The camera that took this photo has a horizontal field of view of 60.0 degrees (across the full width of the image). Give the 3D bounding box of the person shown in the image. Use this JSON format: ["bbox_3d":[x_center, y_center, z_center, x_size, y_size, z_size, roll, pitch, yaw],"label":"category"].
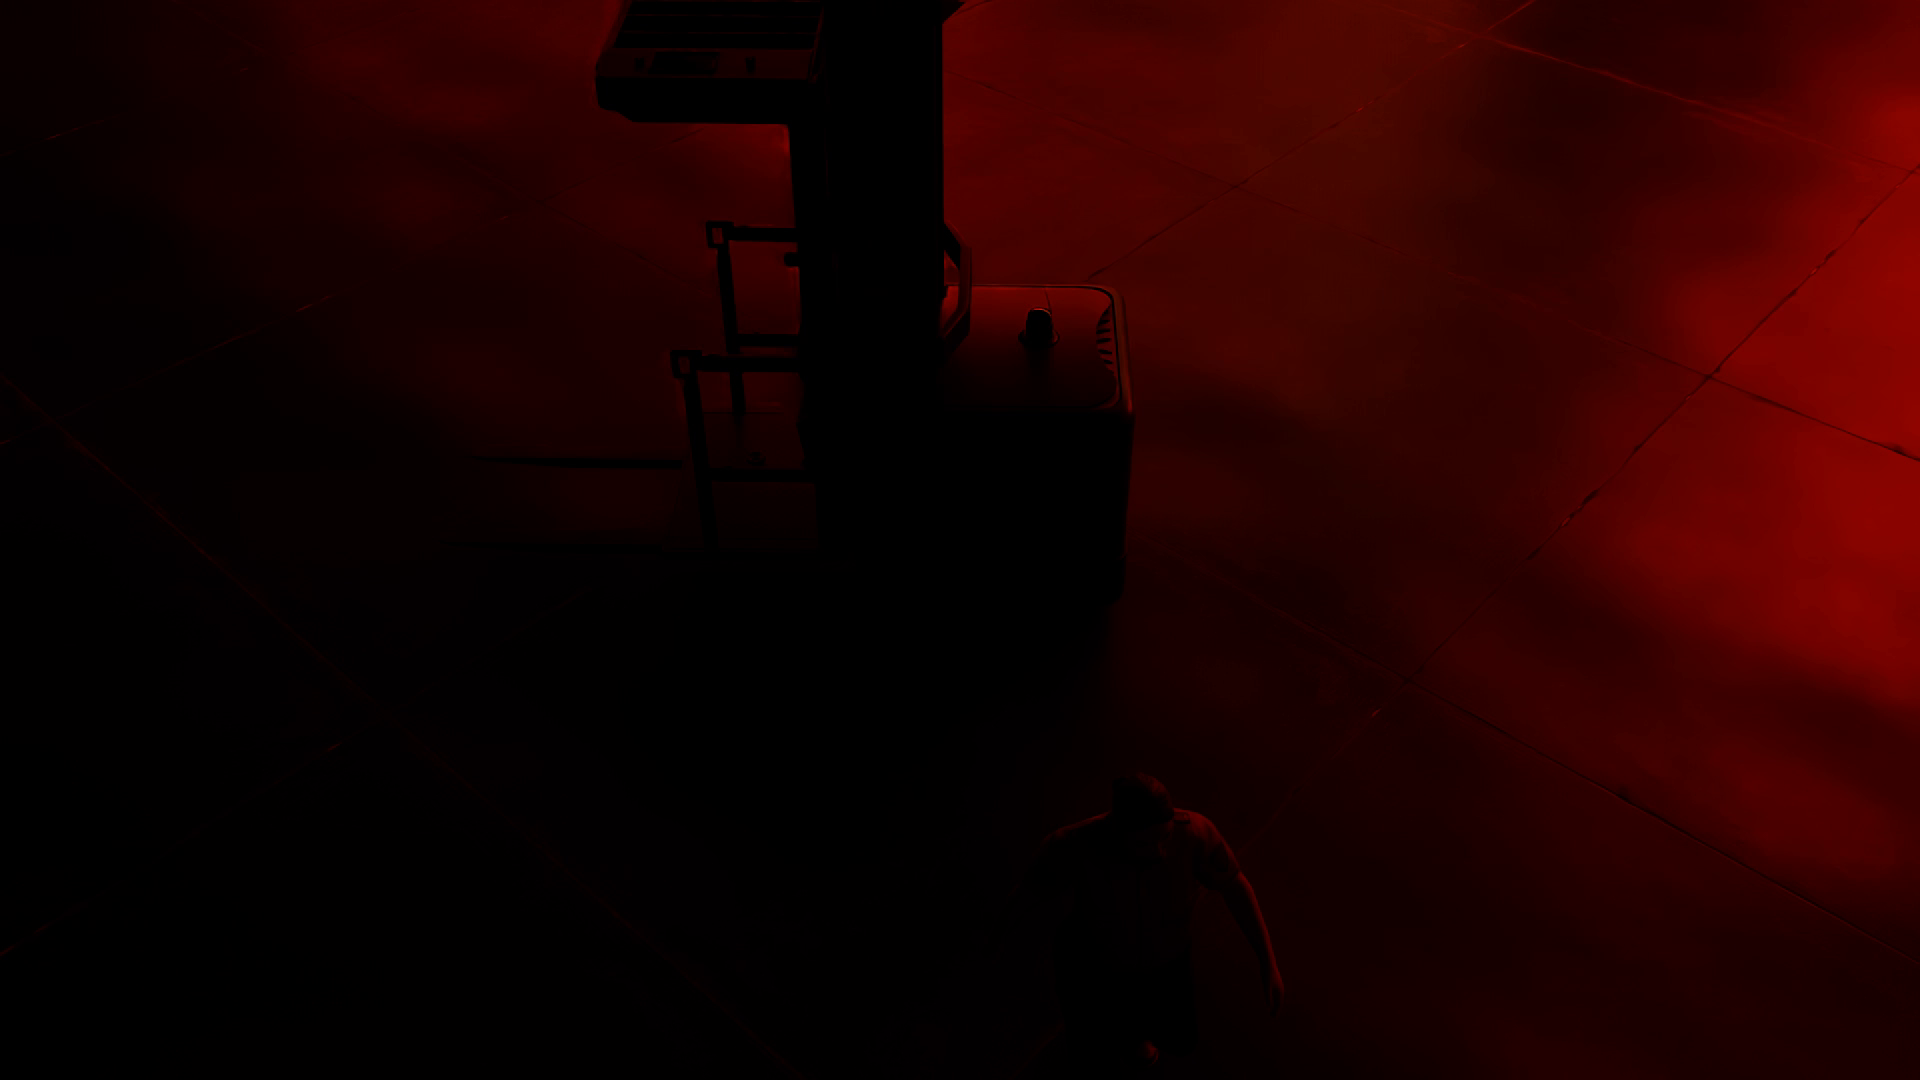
[{"bbox_3d":[0.483,1.269,4.982,0.792,1.601,0.655,-9,41,-11],"label":"person"}]

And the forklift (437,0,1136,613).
[{"bbox_3d":[-0.786,-1.135,6.752,3.031,2.935,1.130,1,41,1],"label":"forklift"}]
